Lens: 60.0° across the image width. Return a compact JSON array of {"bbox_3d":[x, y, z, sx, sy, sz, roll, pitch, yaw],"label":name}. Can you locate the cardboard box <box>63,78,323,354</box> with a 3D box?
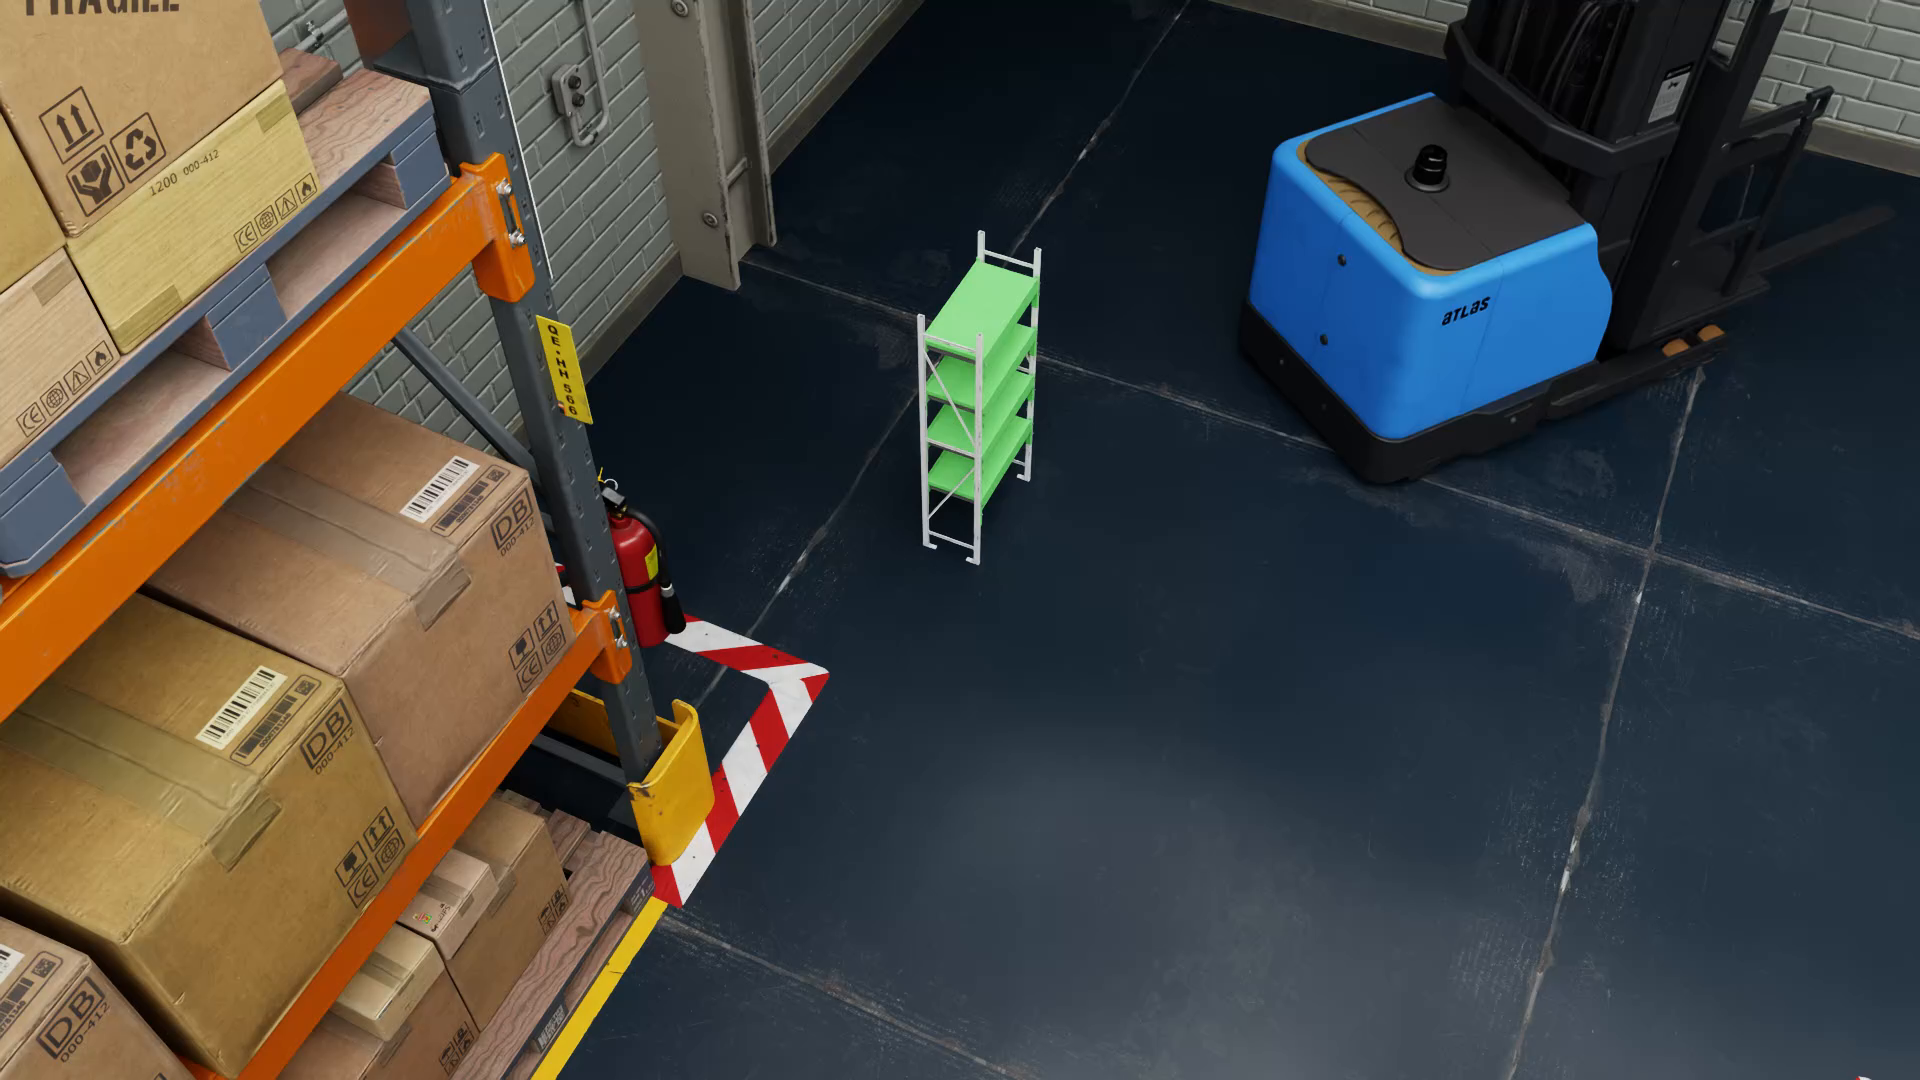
[{"bbox_3d":[-1.517,-0.645,2.932,0.500,0.250,0.500,21,53,17],"label":"cardboard box"}]

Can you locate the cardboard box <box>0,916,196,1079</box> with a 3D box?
[{"bbox_3d":[-2.288,1.140,3.428,0.980,0.700,0.700,18,52,14],"label":"cardboard box"}]

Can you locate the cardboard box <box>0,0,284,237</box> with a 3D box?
[{"bbox_3d":[-1.510,-0.886,2.644,0.500,0.500,0.500,20,52,16],"label":"cardboard box"}]

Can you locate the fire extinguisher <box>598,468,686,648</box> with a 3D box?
[{"bbox_3d":[-0.962,0.049,4.850,0.296,0.674,0.183,20,52,16],"label":"fire extinguisher"}]

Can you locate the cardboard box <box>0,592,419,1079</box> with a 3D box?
[{"bbox_3d":[-1.954,0.618,3.873,0.980,0.700,0.700,19,52,16],"label":"cardboard box"}]

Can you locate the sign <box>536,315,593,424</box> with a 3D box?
[{"bbox_3d":[-0.959,-0.409,4.028,0.100,0.325,0.005,20,52,16],"label":"sign"}]

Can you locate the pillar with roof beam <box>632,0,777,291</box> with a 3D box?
[{"bbox_3d":[2.820,-2.828,3.063,9.100,9.000,0.400,20,52,16],"label":"pillar with roof beam"}]

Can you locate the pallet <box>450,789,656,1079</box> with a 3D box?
[{"bbox_3d":[-1.715,1.336,5.290,1.003,0.211,1.213,20,52,16],"label":"pallet"}]

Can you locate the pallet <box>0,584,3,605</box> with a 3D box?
[{"bbox_3d":[-2.272,0.270,2.454,1.003,0.211,1.213,20,52,16],"label":"pallet"}]

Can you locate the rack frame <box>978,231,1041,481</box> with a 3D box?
[{"bbox_3d":[0.175,-0.671,6.348,0.240,1.200,0.015,20,52,16],"label":"rack frame"}]

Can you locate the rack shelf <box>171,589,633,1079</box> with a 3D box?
[{"bbox_3d":[-2.299,1.467,3.820,1.077,0.370,4.000,20,52,16],"label":"rack shelf"}]

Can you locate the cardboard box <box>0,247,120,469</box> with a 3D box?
[{"bbox_3d":[-1.738,-0.286,2.627,0.500,0.250,0.500,18,52,15],"label":"cardboard box"}]

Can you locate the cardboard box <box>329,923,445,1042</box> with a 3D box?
[{"bbox_3d":[-1.651,1.159,4.549,0.380,0.149,0.250,21,53,17],"label":"cardboard box"}]

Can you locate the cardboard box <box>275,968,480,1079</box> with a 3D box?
[{"bbox_3d":[-1.867,1.390,4.779,0.700,0.500,0.500,20,52,16],"label":"cardboard box"}]

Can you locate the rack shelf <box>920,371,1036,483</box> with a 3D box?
[{"bbox_3d":[0.071,-0.461,6.254,0.258,0.148,0.480,20,52,16],"label":"rack shelf"}]

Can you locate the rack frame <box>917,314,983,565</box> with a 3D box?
[{"bbox_3d":[-0.034,-0.335,6.062,0.240,1.200,0.015,20,52,16],"label":"rack frame"}]

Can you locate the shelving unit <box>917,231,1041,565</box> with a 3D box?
[{"bbox_3d":[0.071,-0.503,6.205,0.258,1.200,0.503,20,52,16],"label":"shelving unit"}]

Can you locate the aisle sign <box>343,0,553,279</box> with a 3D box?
[{"bbox_3d":[-1.142,-0.938,3.687,0.394,0.787,0.004,20,52,16],"label":"aisle sign"}]

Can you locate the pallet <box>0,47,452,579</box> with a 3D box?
[{"bbox_3d":[-1.752,-0.573,3.172,1.003,0.211,1.213,20,52,16],"label":"pallet"}]

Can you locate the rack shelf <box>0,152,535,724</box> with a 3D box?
[{"bbox_3d":[-2.299,0.495,2.677,1.077,0.370,4.000,20,52,16],"label":"rack shelf"}]

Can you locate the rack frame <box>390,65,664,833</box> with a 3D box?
[{"bbox_3d":[-1.444,-0.144,4.718,1.000,3.000,0.127,20,52,16],"label":"rack frame"}]

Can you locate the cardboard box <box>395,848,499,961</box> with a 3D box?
[{"bbox_3d":[-1.543,0.982,4.699,0.380,0.149,0.250,19,52,16],"label":"cardboard box"}]

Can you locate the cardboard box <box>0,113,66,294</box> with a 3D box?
[{"bbox_3d":[-1.734,-0.545,2.354,0.500,0.500,0.500,21,53,17],"label":"cardboard box"}]

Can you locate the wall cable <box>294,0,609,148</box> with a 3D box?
[{"bbox_3d":[-1.752,-1.662,5.343,0.084,1.984,1.851,20,52,16],"label":"wall cable"}]

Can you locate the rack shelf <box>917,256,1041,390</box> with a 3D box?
[{"bbox_3d":[0.071,-0.772,5.888,0.258,0.148,0.480,20,52,16],"label":"rack shelf"}]

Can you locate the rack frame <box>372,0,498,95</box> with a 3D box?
[{"bbox_3d":[-1.444,-2.088,2.433,1.000,3.000,0.127,20,52,16],"label":"rack frame"}]

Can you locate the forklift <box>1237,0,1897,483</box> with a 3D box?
[{"bbox_3d":[2.753,-1.987,6.331,3.031,2.935,1.130,-22,53,-17],"label":"forklift"}]

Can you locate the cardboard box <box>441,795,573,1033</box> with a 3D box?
[{"bbox_3d":[-1.653,1.045,5.072,0.700,0.500,0.500,20,52,16],"label":"cardboard box"}]

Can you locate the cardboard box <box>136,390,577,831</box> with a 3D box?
[{"bbox_3d":[-1.653,0.114,4.302,0.980,0.700,0.700,22,53,18],"label":"cardboard box"}]

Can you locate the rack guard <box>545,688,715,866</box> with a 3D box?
[{"bbox_3d":[-1.434,0.650,5.684,1.175,0.500,0.348,20,52,16],"label":"rack guard"}]

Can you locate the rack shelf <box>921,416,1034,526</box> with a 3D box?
[{"bbox_3d":[0.071,-0.306,6.437,0.258,0.148,0.480,20,52,16],"label":"rack shelf"}]

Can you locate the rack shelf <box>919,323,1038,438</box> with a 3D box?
[{"bbox_3d":[0.071,-0.617,6.071,0.258,0.148,0.480,20,52,16],"label":"rack shelf"}]
